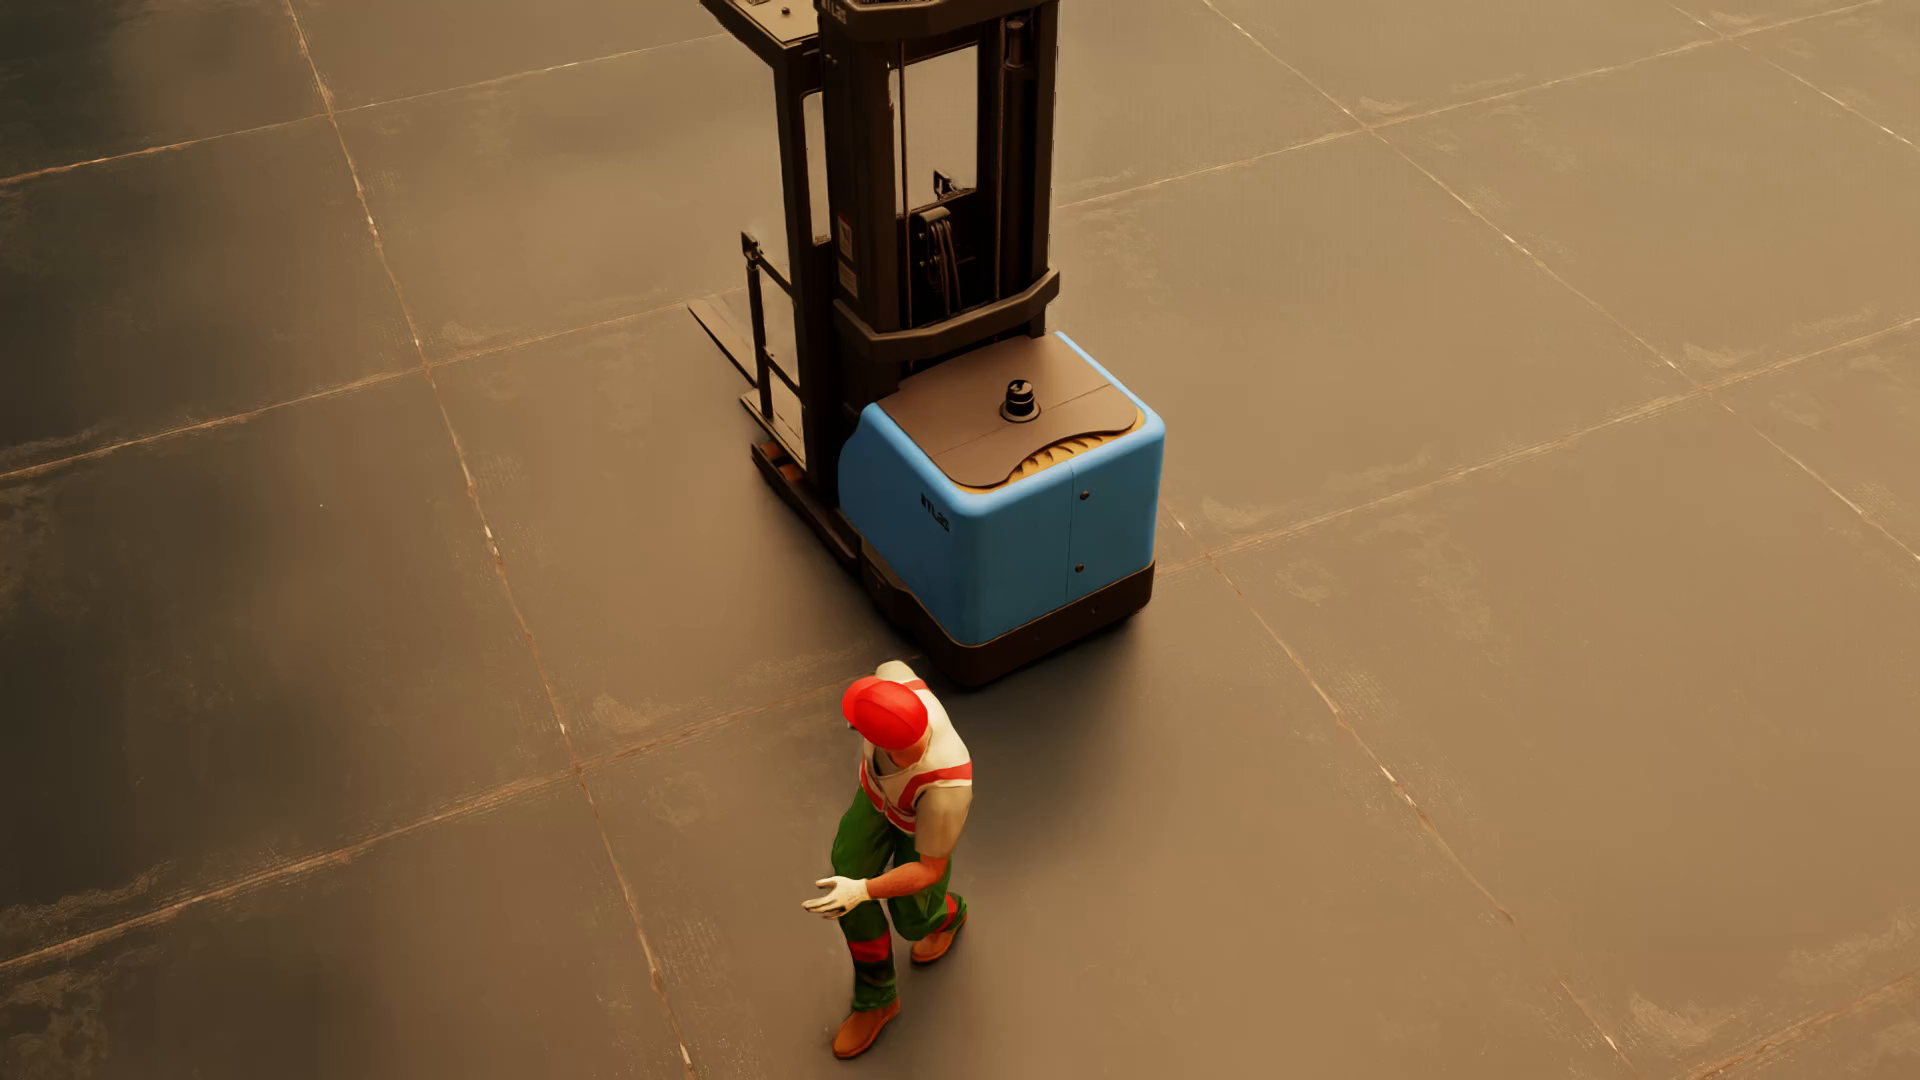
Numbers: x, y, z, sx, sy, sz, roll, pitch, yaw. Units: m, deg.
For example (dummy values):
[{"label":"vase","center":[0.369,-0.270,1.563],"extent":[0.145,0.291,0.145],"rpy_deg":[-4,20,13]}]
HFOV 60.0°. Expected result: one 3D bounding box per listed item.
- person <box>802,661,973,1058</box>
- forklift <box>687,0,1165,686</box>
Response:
[{"label":"person","center":[-0.307,0.967,5.619],"extent":[0.785,1.610,0.814],"rpy_deg":[31,51,29]},{"label":"forklift","center":[-0.360,-1.433,7.216],"extent":[1.130,2.935,3.031],"rpy_deg":[-24,48,-23]}]
